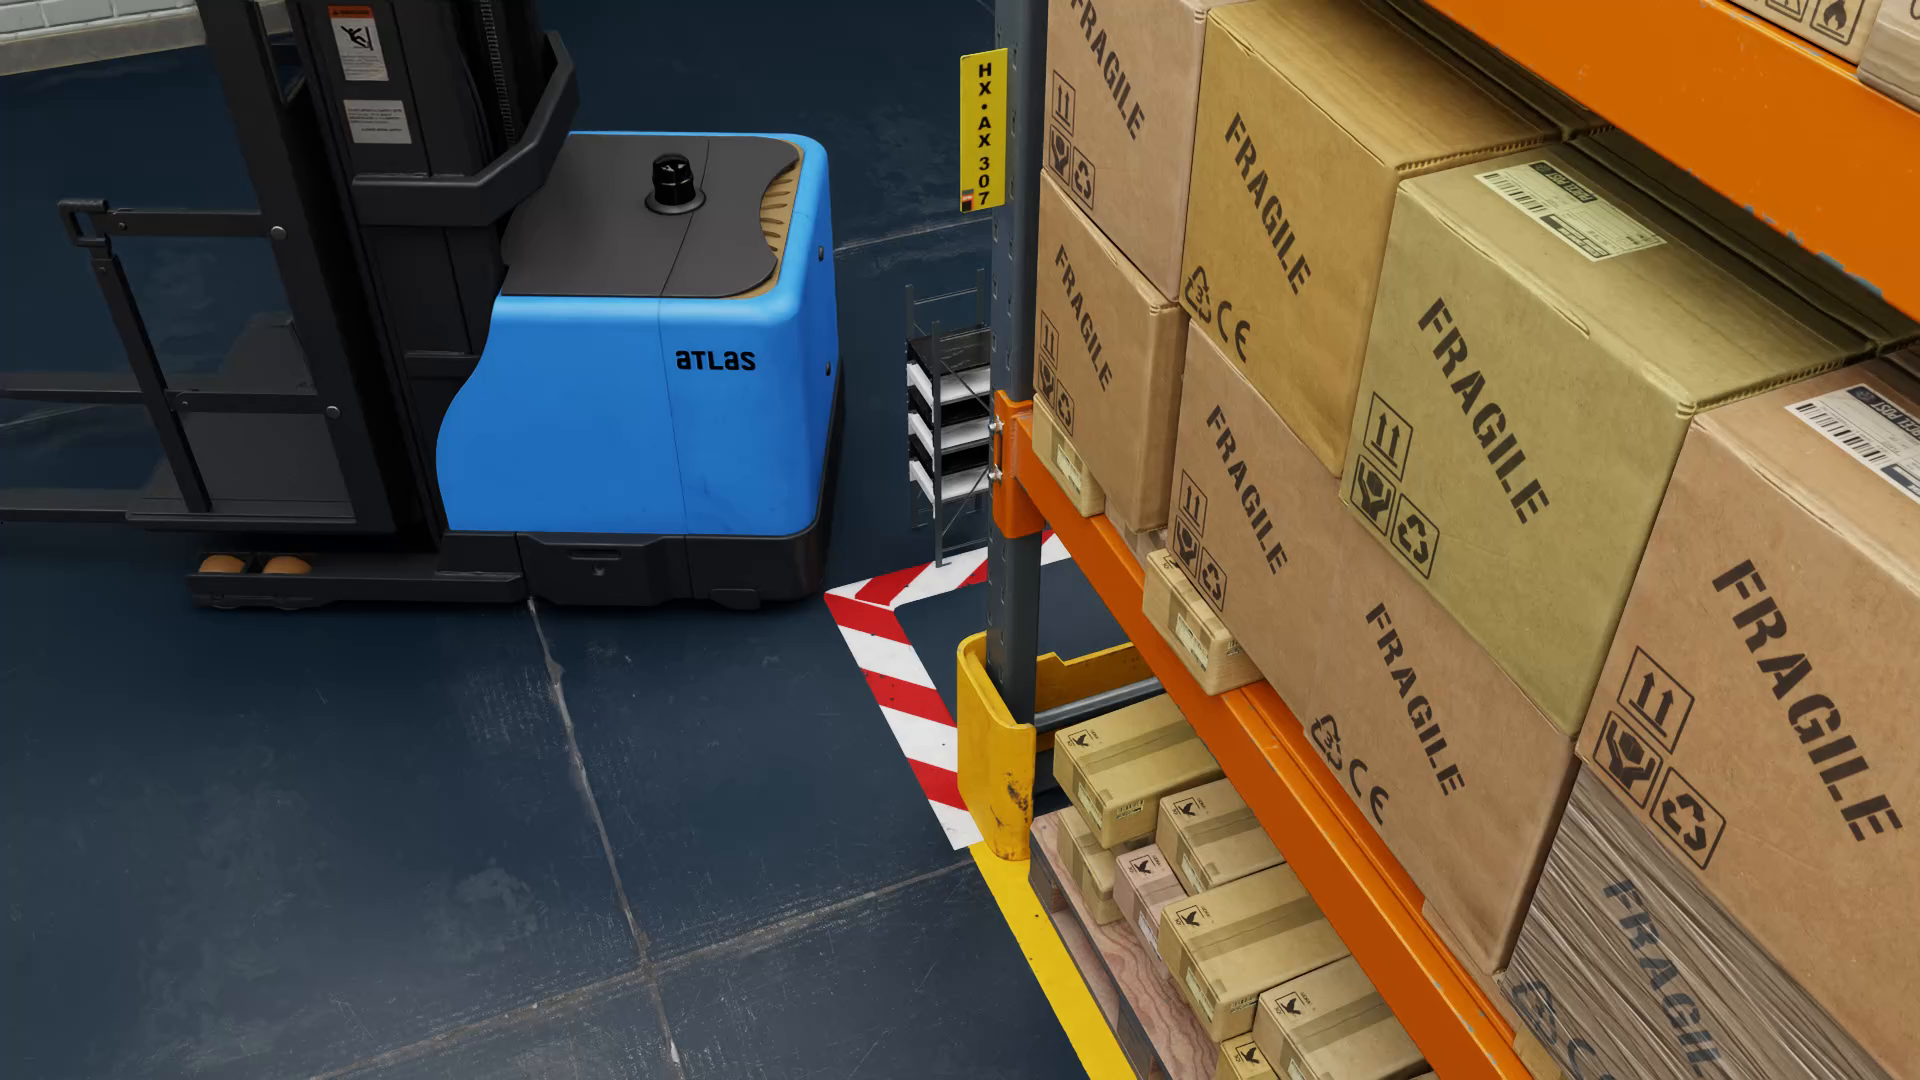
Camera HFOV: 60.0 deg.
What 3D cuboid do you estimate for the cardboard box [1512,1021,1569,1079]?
[{"bbox_3d":[1.015,0.709,2.318,0.380,0.149,0.250,-14,43,-15],"label":"cardboard box"}]

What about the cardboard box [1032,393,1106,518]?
[{"bbox_3d":[0.371,-0.218,3.396,0.380,0.149,0.250,-15,43,-17],"label":"cardboard box"}]

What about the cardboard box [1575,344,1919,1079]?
[{"bbox_3d":[1.052,0.144,1.710,0.500,0.500,0.500,-16,43,-18],"label":"cardboard box"}]

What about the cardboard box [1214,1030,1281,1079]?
[{"bbox_3d":[0.739,1.085,3.325,0.380,0.149,0.250,-14,43,-16],"label":"cardboard box"}]

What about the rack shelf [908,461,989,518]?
[{"bbox_3d":[-0.003,-0.184,5.101,0.258,0.077,0.200,-15,43,-17],"label":"rack shelf"}]

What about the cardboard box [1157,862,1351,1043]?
[{"bbox_3d":[0.631,0.826,3.397,0.380,0.149,0.250,-15,43,-17],"label":"cardboard box"}]

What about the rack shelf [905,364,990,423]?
[{"bbox_3d":[-0.003,-0.457,4.867,0.258,0.077,0.200,-15,43,-17],"label":"rack shelf"}]

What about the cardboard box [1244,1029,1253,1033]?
[{"bbox_3d":[0.741,0.903,3.536,0.380,0.149,0.250,-15,43,-16],"label":"cardboard box"}]

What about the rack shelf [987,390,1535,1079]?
[{"bbox_3d":[1.315,0.887,2.469,1.077,0.370,4.000,-15,43,-17],"label":"rack shelf"}]

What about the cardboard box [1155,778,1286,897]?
[{"bbox_3d":[0.653,0.642,3.610,0.380,0.149,0.250,-14,43,-16],"label":"cardboard box"}]

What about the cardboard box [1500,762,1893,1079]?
[{"bbox_3d":[1.071,0.518,2.042,0.500,0.500,0.500,-16,43,-18],"label":"cardboard box"}]

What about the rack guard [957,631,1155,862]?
[{"bbox_3d":[0.579,0.403,4.397,1.175,0.500,0.348,-15,43,-17],"label":"rack guard"}]

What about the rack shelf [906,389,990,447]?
[{"bbox_3d":[-0.003,-0.389,4.925,0.258,0.077,0.200,-15,43,-17],"label":"rack shelf"}]

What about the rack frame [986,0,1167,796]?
[{"bbox_3d":[0.549,-0.590,3.636,1.000,3.000,0.127,-15,43,-17],"label":"rack frame"}]

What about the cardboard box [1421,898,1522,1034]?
[{"bbox_3d":[0.935,0.548,2.505,0.380,0.149,0.250,-16,43,-18],"label":"cardboard box"}]

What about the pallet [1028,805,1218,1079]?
[{"bbox_3d":[0.857,1.011,3.912,1.003,0.211,1.213,-15,43,-17],"label":"pallet"}]

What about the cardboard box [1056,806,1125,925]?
[{"bbox_3d":[0.454,0.727,3.968,0.380,0.149,0.250,-14,43,-16],"label":"cardboard box"}]

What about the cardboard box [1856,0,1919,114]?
[{"bbox_3d":[1.079,-0.397,1.226,0.500,0.250,0.500,-15,43,-17],"label":"cardboard box"}]

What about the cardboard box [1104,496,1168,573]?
[{"bbox_3d":[0.506,-0.075,3.229,0.380,0.149,0.250,-14,43,-15],"label":"cardboard box"}]

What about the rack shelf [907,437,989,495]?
[{"bbox_3d":[-0.003,-0.253,5.043,0.258,0.077,0.200,-15,43,-17],"label":"rack shelf"}]

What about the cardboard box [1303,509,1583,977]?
[{"bbox_3d":[0.870,0.213,2.397,0.500,0.500,0.500,-15,43,-16],"label":"cardboard box"}]

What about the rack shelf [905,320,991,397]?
[{"bbox_3d":[-0.003,-0.526,4.808,0.258,0.077,0.200,-15,43,-17],"label":"rack shelf"}]

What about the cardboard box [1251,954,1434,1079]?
[{"bbox_3d":[0.802,0.955,3.247,0.380,0.149,0.250,-17,44,-19],"label":"cardboard box"}]

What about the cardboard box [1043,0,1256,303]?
[{"bbox_3d":[0.476,-0.783,2.789,0.500,0.500,0.500,-15,43,-17],"label":"cardboard box"}]

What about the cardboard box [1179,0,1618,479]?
[{"bbox_3d":[0.675,-0.481,2.437,0.500,0.500,0.500,-14,43,-16],"label":"cardboard box"}]

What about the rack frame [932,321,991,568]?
[{"bbox_3d":[0.036,-0.285,4.891,0.240,0.900,0.006,-15,43,-17],"label":"rack frame"}]

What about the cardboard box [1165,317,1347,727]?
[{"bbox_3d":[0.694,-0.085,2.744,0.500,0.500,0.500,-15,43,-17],"label":"cardboard box"}]

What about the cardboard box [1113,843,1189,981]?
[{"bbox_3d":[0.565,0.778,3.682,0.380,0.149,0.250,-15,43,-17],"label":"cardboard box"}]

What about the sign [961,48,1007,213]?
[{"bbox_3d":[0.048,-0.783,3.196,0.100,0.325,0.005,-15,43,-17],"label":"sign"}]

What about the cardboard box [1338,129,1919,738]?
[{"bbox_3d":[0.853,-0.162,2.066,0.500,0.500,0.500,-16,43,-18],"label":"cardboard box"}]

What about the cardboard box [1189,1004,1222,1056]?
[{"bbox_3d":[0.731,1.012,3.637,0.380,0.149,0.250,-15,43,-16],"label":"cardboard box"}]

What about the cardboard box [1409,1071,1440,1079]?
[{"bbox_3d":[0.899,1.124,3.050,0.380,0.149,0.250,-14,43,-15],"label":"cardboard box"}]

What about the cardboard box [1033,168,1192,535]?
[{"bbox_3d":[0.466,-0.401,3.111,0.500,0.500,0.500,-13,42,-15],"label":"cardboard box"}]

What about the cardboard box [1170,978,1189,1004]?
[{"bbox_3d":[0.630,0.864,3.809,0.380,0.149,0.250,-15,43,-17],"label":"cardboard box"}]

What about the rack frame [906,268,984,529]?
[{"bbox_3d":[-0.042,-0.407,5.034,0.240,0.900,0.006,-15,43,-17],"label":"rack frame"}]

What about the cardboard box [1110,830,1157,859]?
[{"bbox_3d":[0.513,0.598,3.890,0.380,0.149,0.250,-13,42,-15],"label":"cardboard box"}]

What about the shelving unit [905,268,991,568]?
[{"bbox_3d":[-0.003,-0.346,4.962,0.258,0.900,0.210,-15,43,-17],"label":"shelving unit"}]

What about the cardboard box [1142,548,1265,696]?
[{"bbox_3d":[0.560,0.100,3.025,0.380,0.149,0.250,-16,43,-18],"label":"cardboard box"}]

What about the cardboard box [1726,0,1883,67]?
[{"bbox_3d":[0.892,-0.711,1.591,0.500,0.250,0.500,-16,43,-18],"label":"cardboard box"}]

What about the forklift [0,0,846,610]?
[{"bbox_3d":[-1.913,-1.244,4.449,3.031,2.935,1.130,1,41,1],"label":"forklift"}]

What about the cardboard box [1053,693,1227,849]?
[{"bbox_3d":[0.436,0.506,3.769,0.380,0.149,0.250,-17,44,-19],"label":"cardboard box"}]

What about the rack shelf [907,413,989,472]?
[{"bbox_3d":[-0.003,-0.321,4.984,0.258,0.077,0.200,-15,43,-17],"label":"rack shelf"}]
